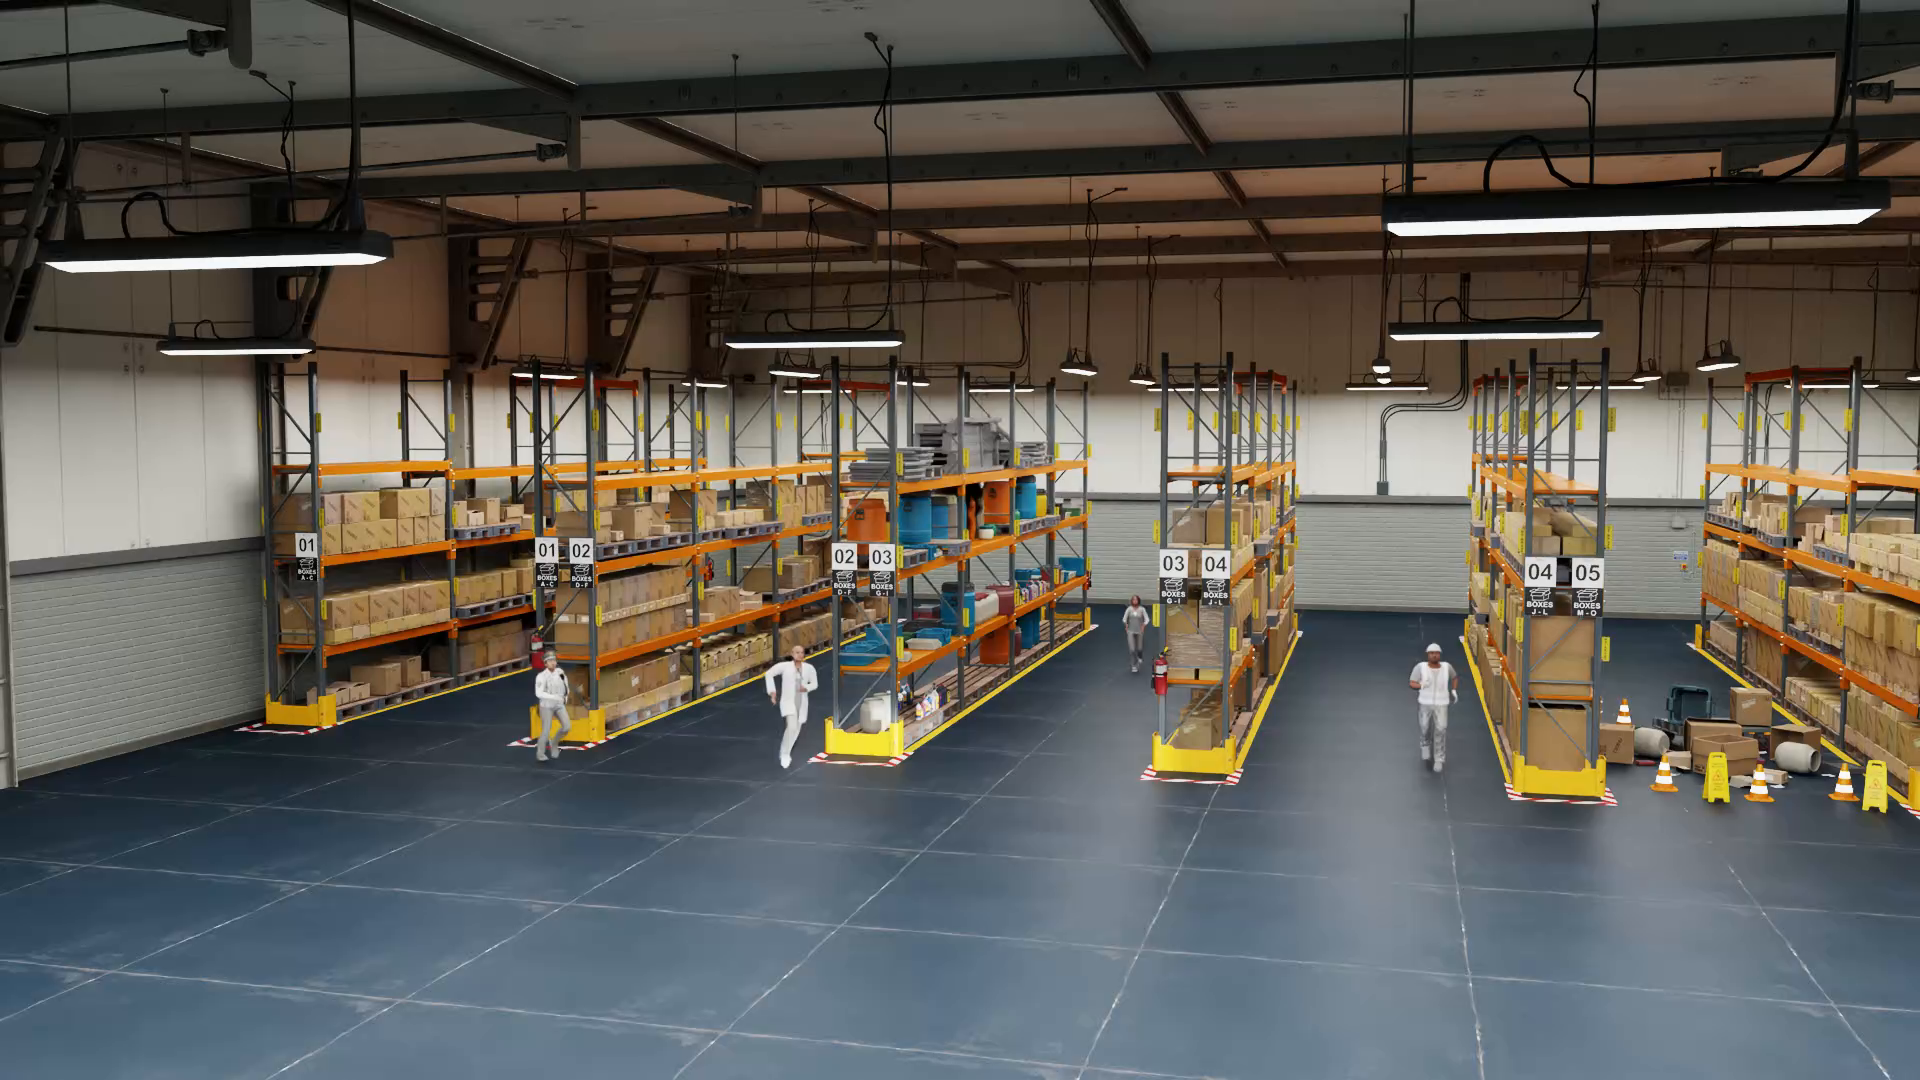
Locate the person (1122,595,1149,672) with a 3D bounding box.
[{"bbox_3d":[3.523,1.921,33.429,0.532,1.460,0.551,1,4,9],"label":"person"}]

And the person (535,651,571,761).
[{"bbox_3d":[-5.958,2.440,24.417,0.627,1.646,0.762,-3,5,-40],"label":"person"}]

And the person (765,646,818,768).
[{"bbox_3d":[-2.430,2.430,24.344,0.697,1.772,0.685,-2,5,-30],"label":"person"}]

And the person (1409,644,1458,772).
[{"bbox_3d":[6.858,2.386,24.091,0.680,1.778,0.984,1,4,14],"label":"person"}]
